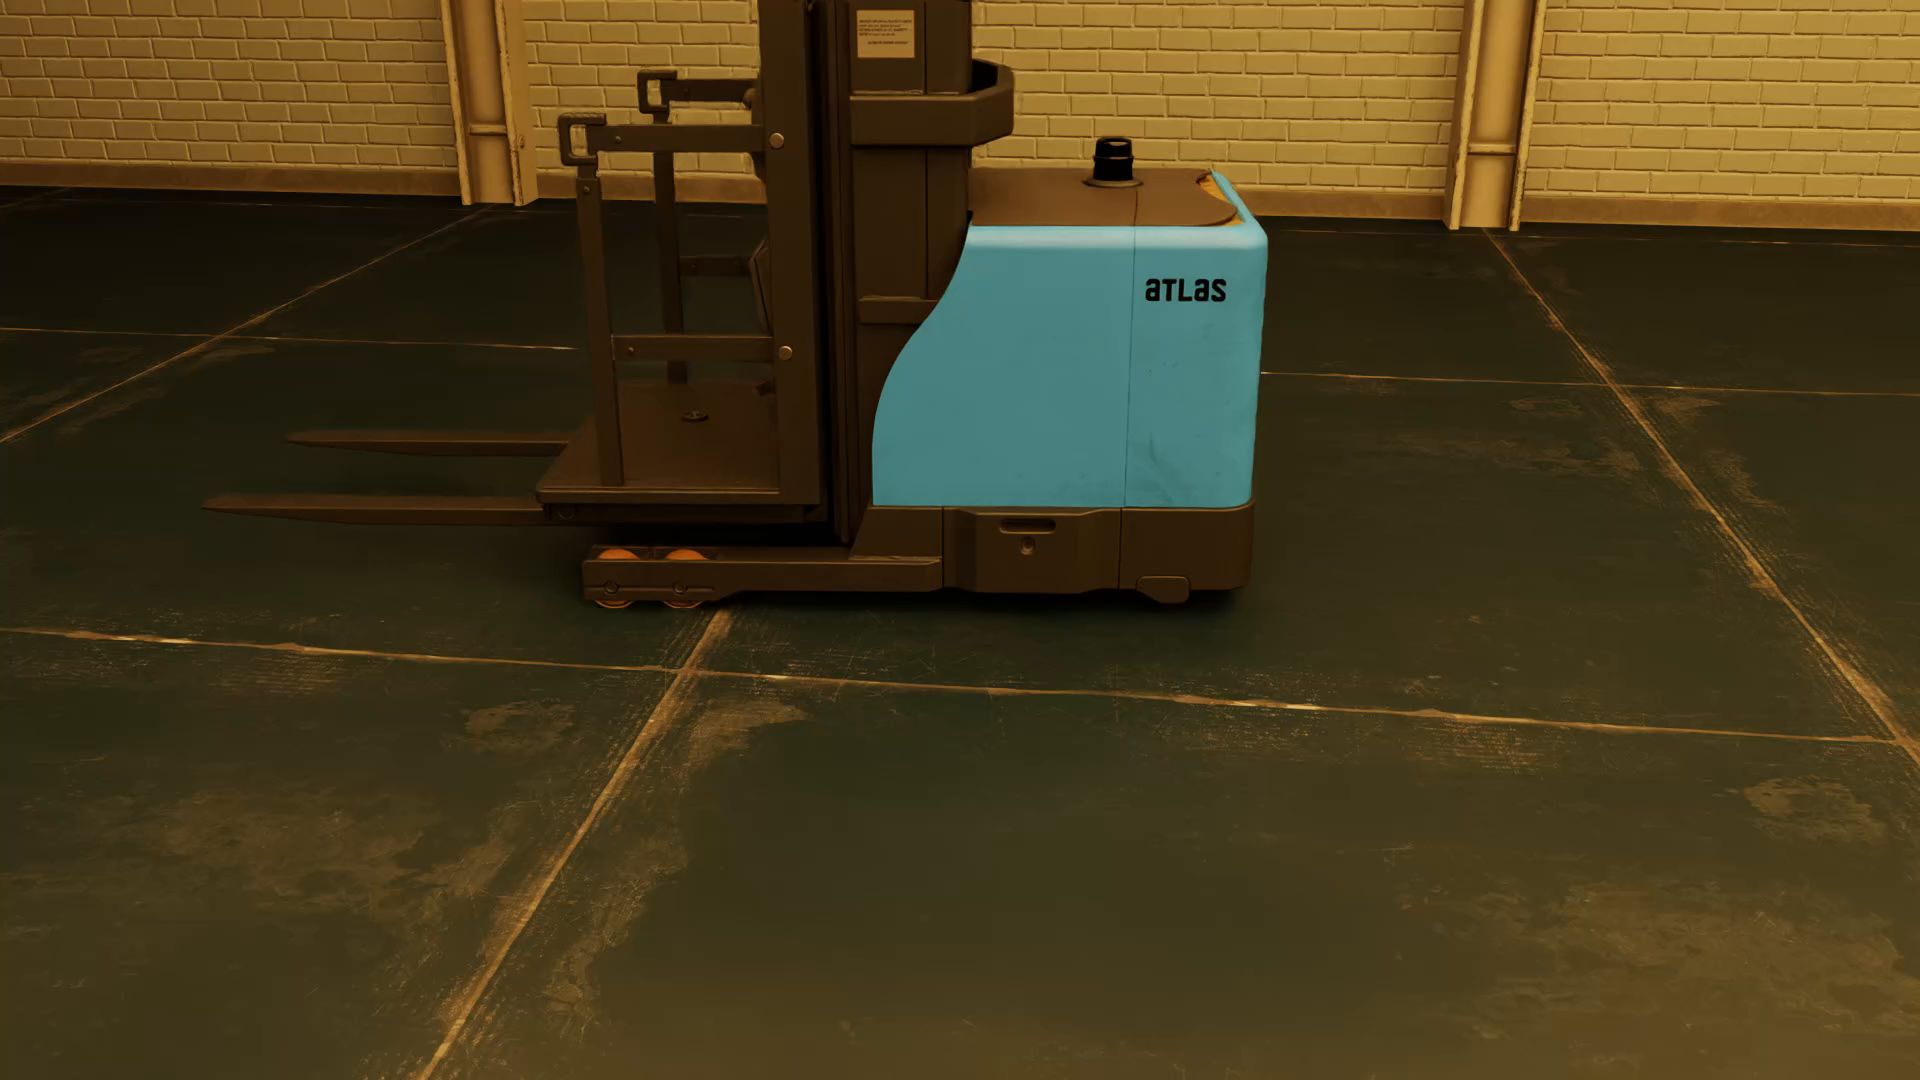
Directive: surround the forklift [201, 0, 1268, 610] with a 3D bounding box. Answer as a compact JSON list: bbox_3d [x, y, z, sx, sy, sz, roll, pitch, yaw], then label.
[{"bbox_3d":[-0.682,-1.360,4.631,3.031,2.935,1.130,0,22,1],"label":"forklift"}]
